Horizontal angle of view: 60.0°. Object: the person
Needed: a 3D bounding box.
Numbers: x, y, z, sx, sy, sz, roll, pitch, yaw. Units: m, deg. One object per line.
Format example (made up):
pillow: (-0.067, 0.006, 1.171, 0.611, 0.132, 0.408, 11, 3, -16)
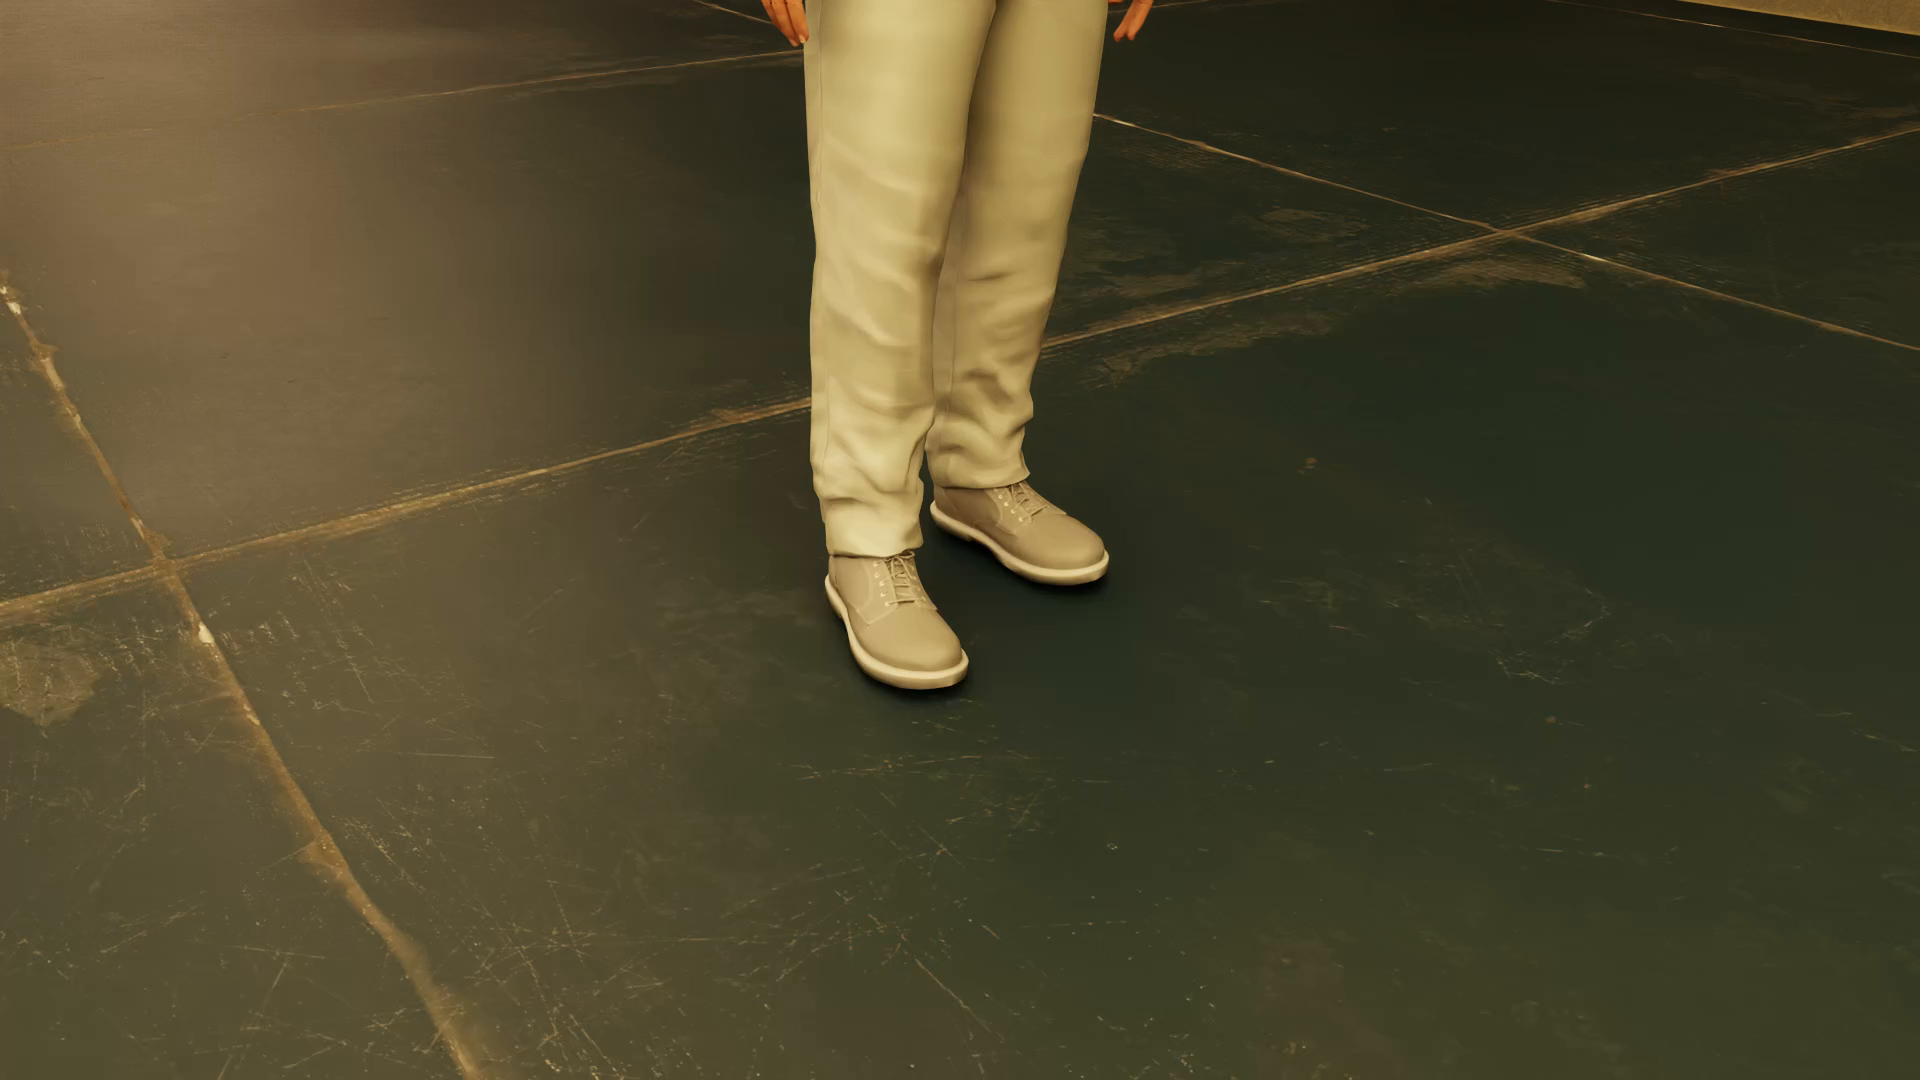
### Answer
person: (0.034, -0.771, 2.034, 0.640, 1.781, 0.575, -17, 31, -31)
